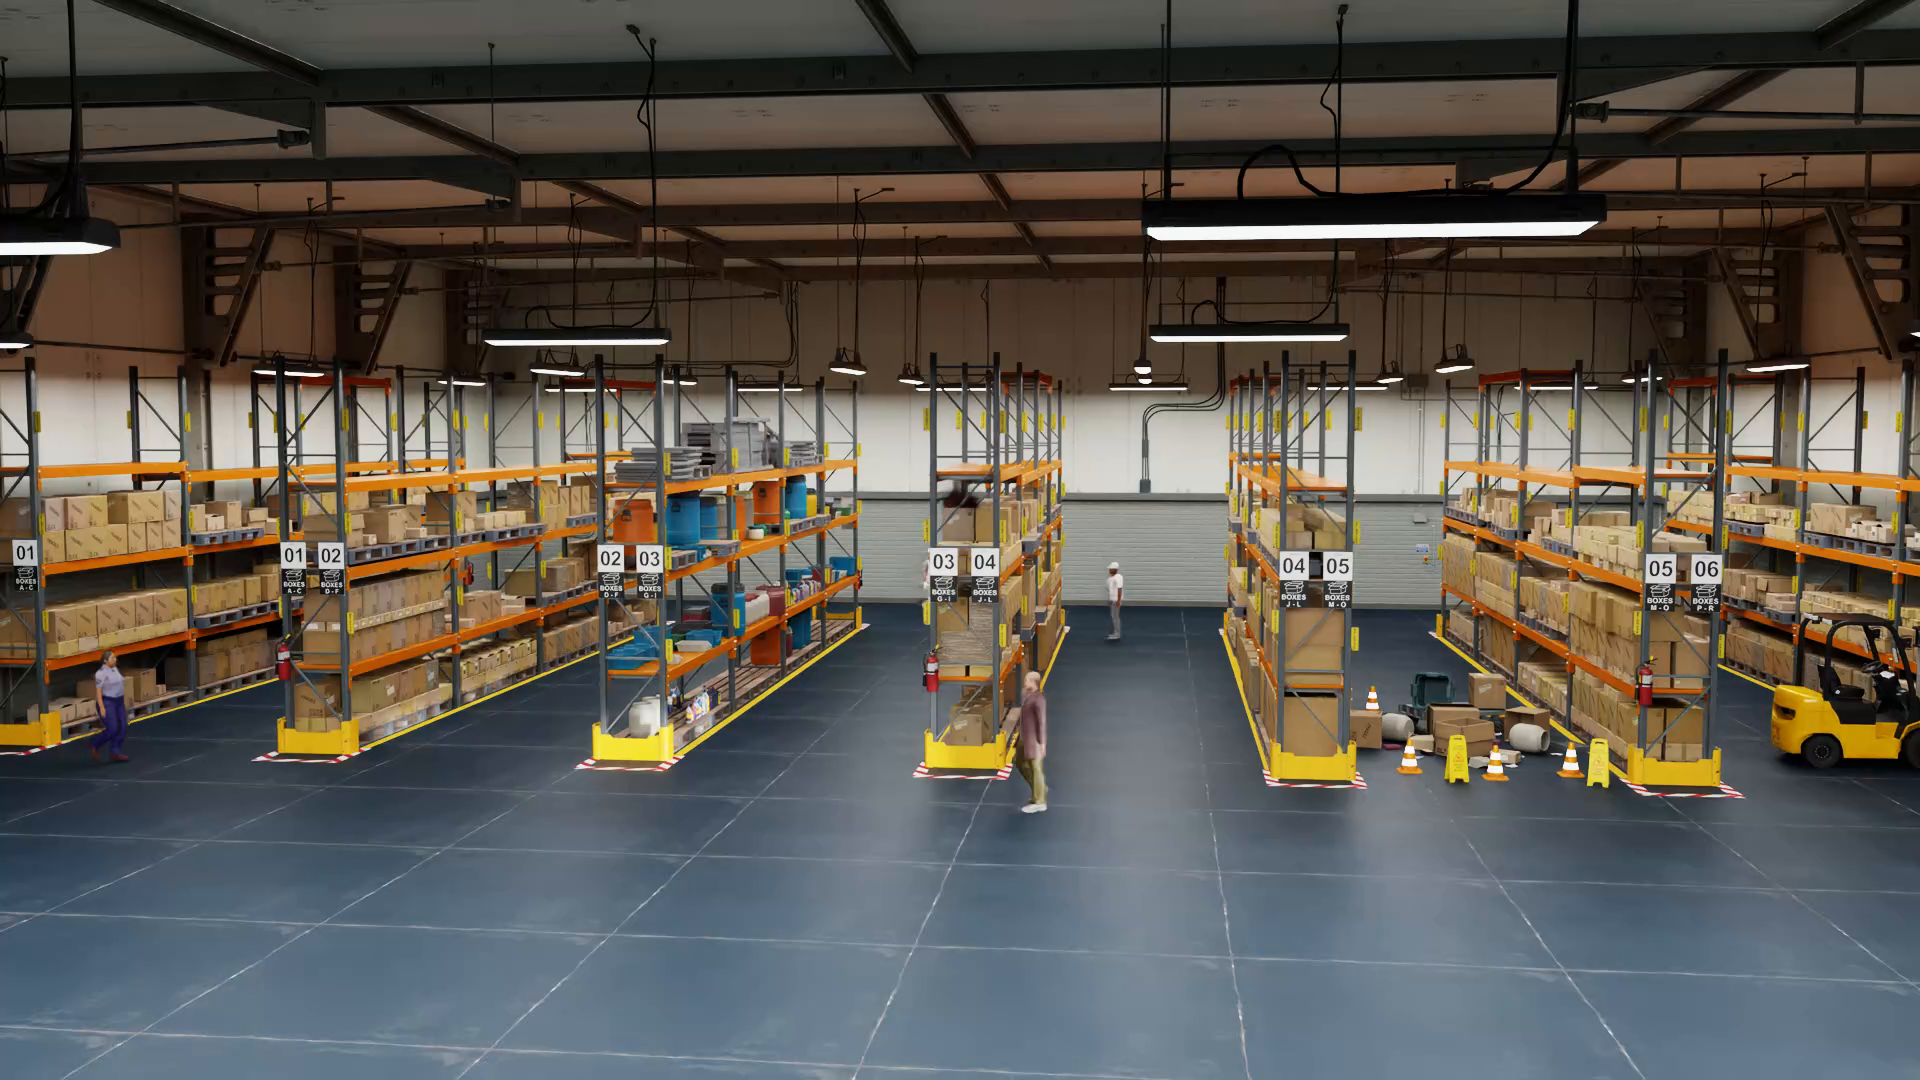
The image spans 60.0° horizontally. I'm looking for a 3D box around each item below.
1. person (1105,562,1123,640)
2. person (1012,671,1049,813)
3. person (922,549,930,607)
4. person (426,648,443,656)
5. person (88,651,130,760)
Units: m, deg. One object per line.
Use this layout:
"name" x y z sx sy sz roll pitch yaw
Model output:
"person" 3.531 1.395 38.372 0.390 1.765 0.655 -1 4 -13
"person" 0.949 2.582 21.474 0.508 1.794 0.624 -1 4 -13
"person" -0.741 1.093 42.471 0.534 1.778 0.584 1 4 11
"person" -11.362 1.699 35.851 0.555 1.590 0.648 1 4 11
"person" -12.540 2.436 24.461 0.512 1.630 0.498 0 4 6
